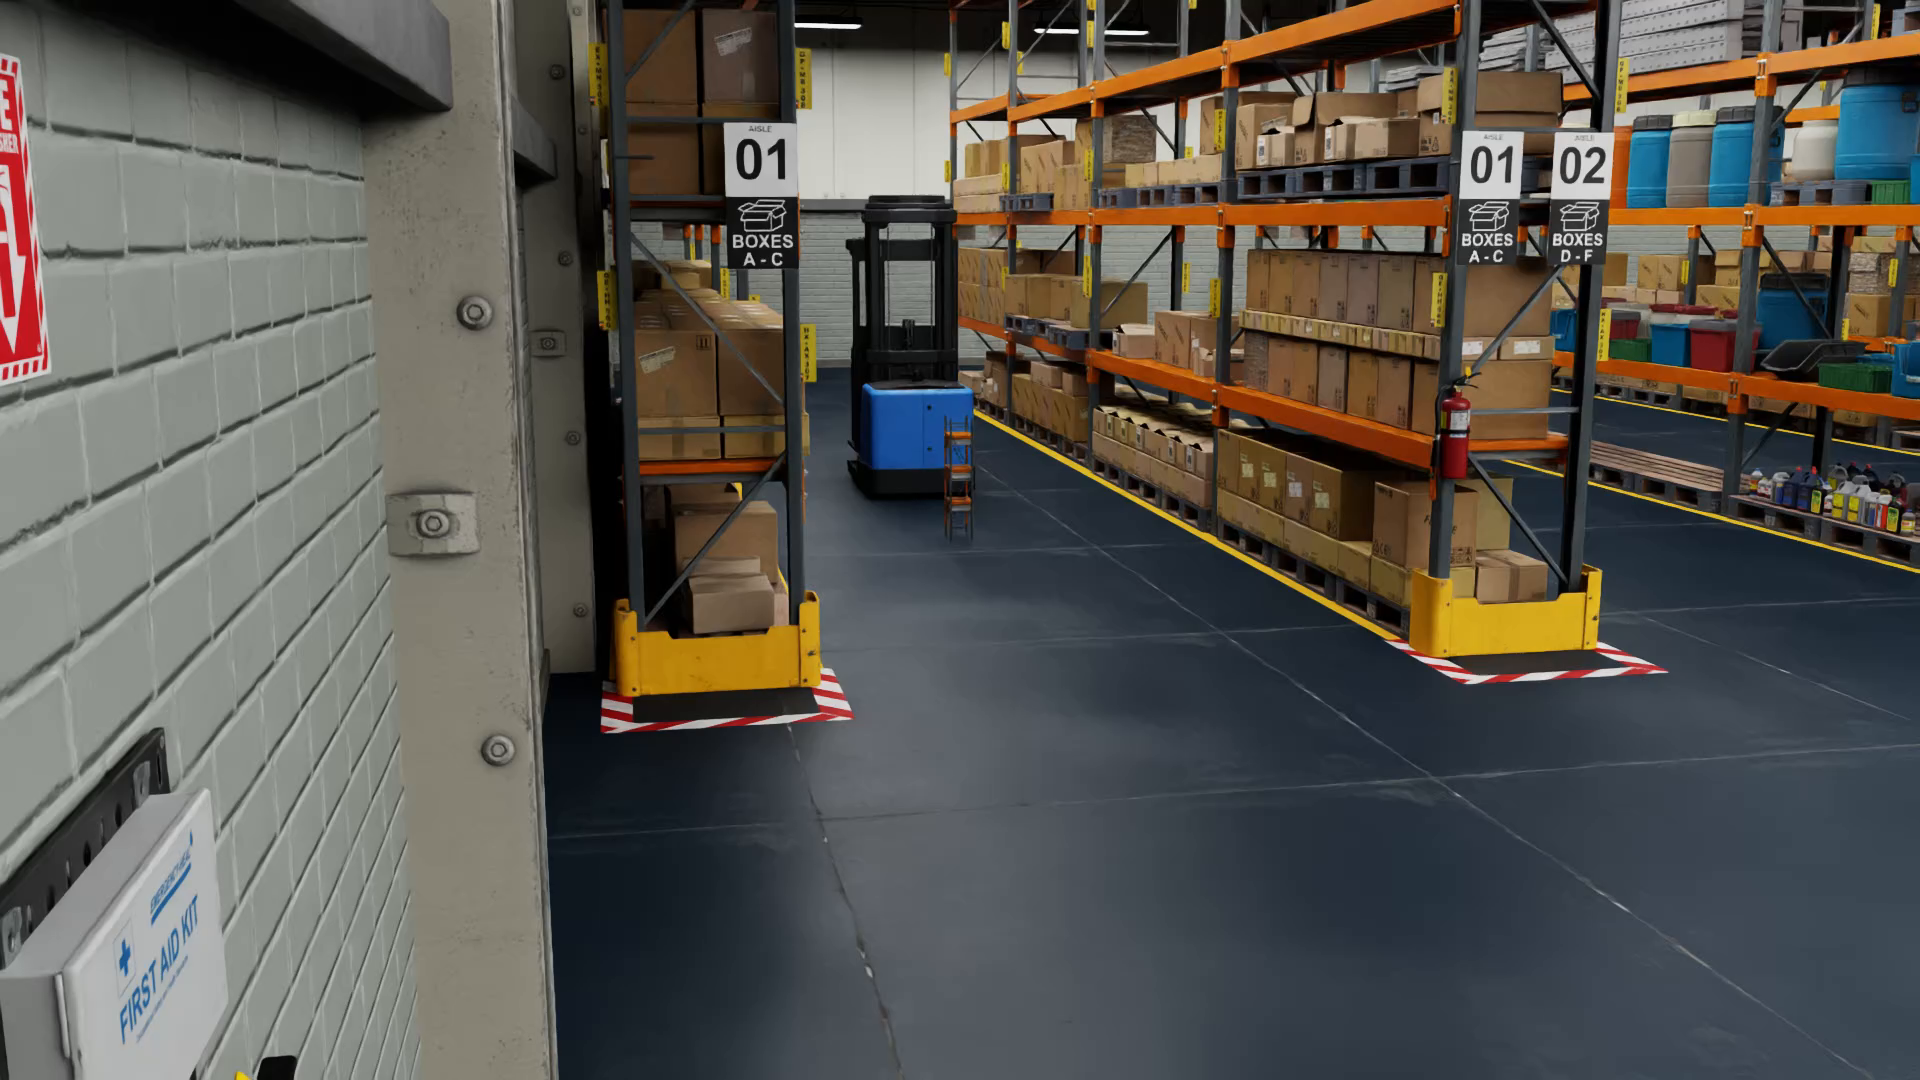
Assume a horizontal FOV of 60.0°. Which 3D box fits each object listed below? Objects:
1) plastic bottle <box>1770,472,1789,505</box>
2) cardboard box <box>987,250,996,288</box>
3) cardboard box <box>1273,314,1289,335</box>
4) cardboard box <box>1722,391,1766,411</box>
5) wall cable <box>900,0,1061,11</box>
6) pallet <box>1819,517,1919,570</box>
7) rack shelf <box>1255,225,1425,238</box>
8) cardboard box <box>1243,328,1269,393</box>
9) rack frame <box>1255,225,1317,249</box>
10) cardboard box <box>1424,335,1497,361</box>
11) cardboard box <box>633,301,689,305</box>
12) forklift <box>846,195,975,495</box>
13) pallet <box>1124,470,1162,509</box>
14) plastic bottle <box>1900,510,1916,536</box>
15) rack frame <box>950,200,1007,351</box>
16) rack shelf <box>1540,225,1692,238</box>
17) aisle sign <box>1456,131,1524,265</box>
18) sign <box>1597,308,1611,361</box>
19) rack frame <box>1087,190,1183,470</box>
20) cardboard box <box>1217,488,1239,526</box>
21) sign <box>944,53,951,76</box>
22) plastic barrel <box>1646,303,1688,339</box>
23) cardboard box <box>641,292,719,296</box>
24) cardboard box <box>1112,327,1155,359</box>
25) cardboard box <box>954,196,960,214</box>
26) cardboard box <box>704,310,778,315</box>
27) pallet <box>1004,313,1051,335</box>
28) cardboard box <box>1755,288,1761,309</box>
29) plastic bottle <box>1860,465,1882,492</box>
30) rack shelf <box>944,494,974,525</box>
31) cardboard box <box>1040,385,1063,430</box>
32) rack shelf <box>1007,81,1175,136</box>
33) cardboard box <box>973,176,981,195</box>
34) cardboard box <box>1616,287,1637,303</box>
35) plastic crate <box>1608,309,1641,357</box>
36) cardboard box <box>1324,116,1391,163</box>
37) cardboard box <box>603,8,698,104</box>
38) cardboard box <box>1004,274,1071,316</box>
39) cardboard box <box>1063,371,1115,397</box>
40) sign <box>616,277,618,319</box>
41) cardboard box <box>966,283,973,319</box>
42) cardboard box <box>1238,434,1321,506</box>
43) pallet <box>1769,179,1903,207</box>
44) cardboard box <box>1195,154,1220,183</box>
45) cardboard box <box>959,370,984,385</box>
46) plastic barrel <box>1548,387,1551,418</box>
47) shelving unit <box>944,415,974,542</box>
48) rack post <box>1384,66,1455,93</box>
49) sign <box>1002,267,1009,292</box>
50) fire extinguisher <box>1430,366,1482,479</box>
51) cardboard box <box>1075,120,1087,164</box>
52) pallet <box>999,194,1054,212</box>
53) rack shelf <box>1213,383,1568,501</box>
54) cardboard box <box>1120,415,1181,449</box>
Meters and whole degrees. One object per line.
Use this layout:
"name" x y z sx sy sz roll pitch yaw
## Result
"plastic bottle" 7.262 -0.455 14.673 0.152 0.276 0.135 -2 11 -9
"cardboard box" 0.671 -3.715 22.751 0.500 0.500 0.500 -2 11 -12
"cardboard box" 2.697 -1.700 13.105 0.380 0.149 0.250 -2 11 -12
"cardboard box" 11.162 -2.239 22.497 1.225 0.875 0.875 -3 11 -13
"wall cable" 0.429 -10.949 30.285 3.097 2.526 0.112 -2 11 -11
"pallet" 7.871 0.009 13.584 1.003 0.211 1.213 -2 11 -11
"rack shelf" 5.596 -4.664 24.579 1.077 0.370 4.000 -2 11 -11
"cardboard box" 2.774 -1.498 13.778 0.700 0.500 0.500 -2 11 -12
"rack frame" 5.207 -3.911 26.720 1.000 3.000 0.127 -2 11 -11
"cardboard box" 3.198 -1.228 10.621 0.380 0.149 0.250 -2 11 -12
"cardboard box" -2.291 -1.560 12.713 0.500 0.500 0.500 -2 11 -12
"forklift" -0.604 -2.109 17.439 1.130 2.935 3.031 -2 11 -9
"pallet" 2.259 -0.518 16.355 1.003 0.211 1.213 -2 11 -11
"plastic bottle" 7.532 -0.138 13.209 0.097 0.201 0.097 0 11 0
"rack frame" 0.347 -3.731 25.777 1.000 3.000 0.127 -2 11 -11
"rack shelf" 10.454 -4.844 25.526 1.077 0.370 4.000 -2 11 -11
"aisle sign" 3.184 -2.051 9.997 0.394 0.787 0.004 -2 11 -11
"sign" 4.005 -1.280 10.371 0.100 0.325 0.005 -2 11 -11
"rack frame" 1.903 -2.264 18.068 1.000 3.000 0.127 -2 11 -11
"cardboard box" 2.474 -0.290 13.927 0.500 0.250 0.500 -2 11 -11
"sign" -0.185 -7.156 25.018 0.100 0.325 0.005 -2 11 -11
"plastic barrel" 7.343 -2.174 17.232 0.433 0.535 0.433 0 11 0
"cardboard box" -2.590 -2.035 15.420 0.700 0.500 0.500 -2 11 -11
"cardboard box" 1.887 -2.049 17.178 0.500 0.311 0.500 -2 11 -12
"cardboard box" 0.198 -5.027 24.967 0.500 0.250 0.500 -2 11 -11
"cardboard box" -1.490 -1.299 11.341 0.500 0.500 0.500 -2 11 -9
"pallet" 1.174 -2.753 21.150 1.003 0.211 1.213 -2 11 -11
"cardboard box" 10.883 -3.129 22.345 0.500 0.500 0.500 -2 11 -12
"plastic bottle" 7.986 -0.482 14.613 0.144 0.351 0.185 -3 11 -14
"rack shelf" -0.010 -0.242 14.204 0.215 0.259 0.240 -2 11 -11
"cardboard box" 1.283 -1.606 20.120 0.500 0.500 0.500 -3 11 -13
"rack shelf" 1.514 -5.028 19.539 1.077 0.370 4.000 -2 11 -11
"cardboard box" 0.479 -4.998 23.473 0.500 0.250 0.500 -2 11 -11
"cardboard box" 10.297 -3.689 25.163 0.500 0.250 0.500 -2 11 -10
"plastic crate" 6.777 -2.167 17.389 0.402 0.464 0.583 -2 11 -11
"cardboard box" 2.868 -2.805 11.630 0.500 0.311 0.500 -1 11 -4
"cardboard box" -1.739 -2.709 9.390 0.500 0.500 0.500 -2 11 -8
"cardboard box" 0.998 -3.158 21.375 0.700 0.500 0.500 -6 12 -30
"cardboard box" 1.476 -1.794 19.100 0.500 0.250 0.500 -2 11 -9
"sign" -2.721 -1.897 13.046 0.100 0.325 0.005 -2 11 -11
"cardboard box" 0.375 -3.503 24.309 0.500 0.500 0.500 -2 11 -11
"cardboard box" 2.569 -0.566 13.374 0.500 0.500 0.500 -2 11 -11
"pallet" 7.777 -2.962 14.217 1.213 0.211 1.003 -2 11 -11
"cardboard box" 2.461 -3.350 15.032 0.500 0.250 0.500 -3 11 -17
"cardboard box" 0.272 -2.395 24.933 0.500 0.250 0.500 -2 11 -11
"plastic barrel" 6.651 -1.673 19.643 0.600 0.830 0.708 -2 11 -11
"shelving unit" -0.010 -0.526 14.150 0.215 1.050 0.252 -2 11 -11
"rack post" 6.118 -5.931 21.494 0.937 0.300 0.954 -2 11 -12
"sign" 0.595 -3.402 21.731 0.100 0.325 0.005 -2 11 -11
"fire extinguisher" 3.027 -0.720 10.164 0.296 0.674 0.183 -2 11 -11
"cardboard box" 1.626 -4.545 19.089 0.500 0.500 0.500 -2 11 -11
"pallet" 1.183 -4.257 21.018 1.213 0.211 1.003 -2 11 -11
"rack shelf" 3.070 -0.810 12.354 1.077 0.370 4.000 -2 11 -11
"cardboard box" 1.924 -1.098 16.676 0.500 0.311 0.500 -2 11 -13
